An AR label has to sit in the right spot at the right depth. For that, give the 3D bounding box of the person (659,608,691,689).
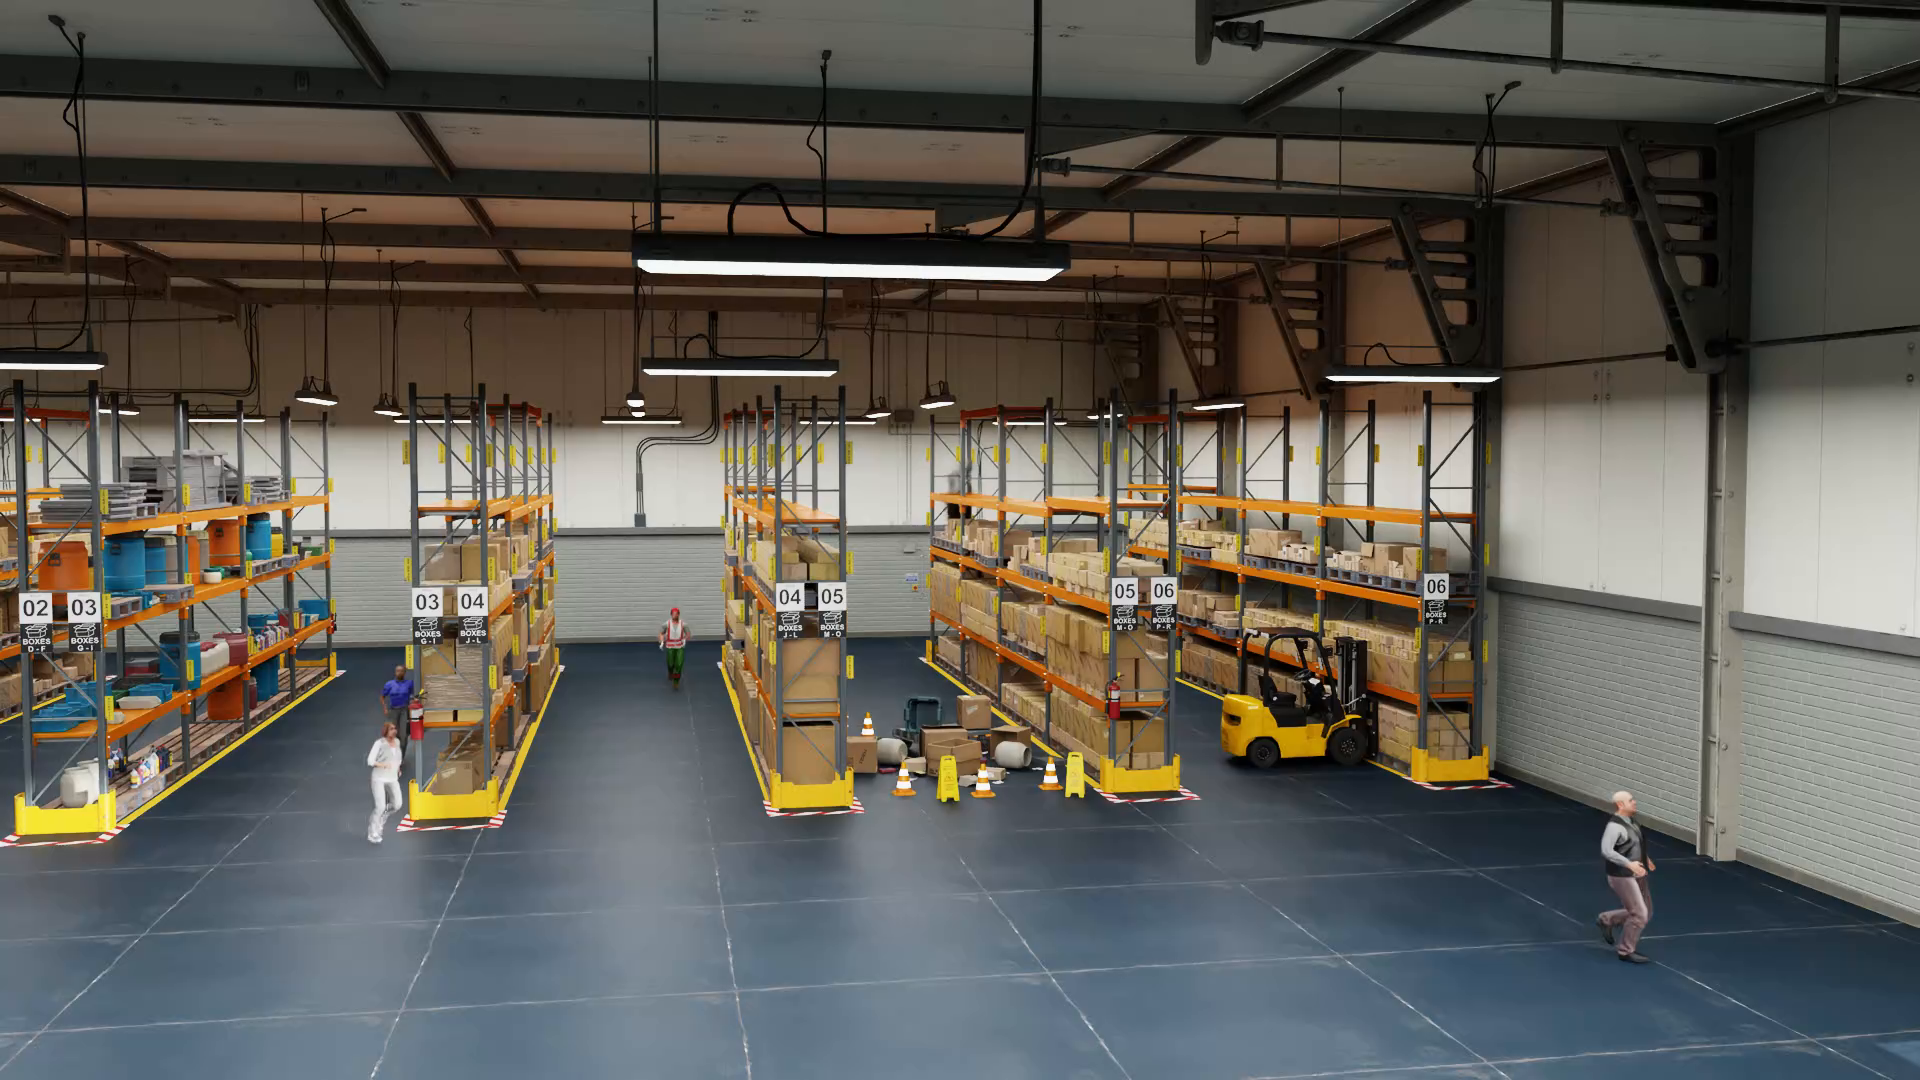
[{"bbox_3d":[-6.132,2.326,35.826,0.666,1.745,0.601,-1,3,-14],"label":"person"}]

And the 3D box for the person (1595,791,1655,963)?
[{"bbox_3d":[6.586,3.327,16.510,0.612,1.669,0.657,3,4,42],"label":"person"}]

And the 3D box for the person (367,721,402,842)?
[{"bbox_3d":[-7.408,3.130,21.599,0.553,1.551,0.550,2,4,40],"label":"person"}]

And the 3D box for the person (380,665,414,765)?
[{"bbox_3d":[-9.111,2.871,27.048,0.591,1.520,0.575,-1,3,-22],"label":"person"}]
